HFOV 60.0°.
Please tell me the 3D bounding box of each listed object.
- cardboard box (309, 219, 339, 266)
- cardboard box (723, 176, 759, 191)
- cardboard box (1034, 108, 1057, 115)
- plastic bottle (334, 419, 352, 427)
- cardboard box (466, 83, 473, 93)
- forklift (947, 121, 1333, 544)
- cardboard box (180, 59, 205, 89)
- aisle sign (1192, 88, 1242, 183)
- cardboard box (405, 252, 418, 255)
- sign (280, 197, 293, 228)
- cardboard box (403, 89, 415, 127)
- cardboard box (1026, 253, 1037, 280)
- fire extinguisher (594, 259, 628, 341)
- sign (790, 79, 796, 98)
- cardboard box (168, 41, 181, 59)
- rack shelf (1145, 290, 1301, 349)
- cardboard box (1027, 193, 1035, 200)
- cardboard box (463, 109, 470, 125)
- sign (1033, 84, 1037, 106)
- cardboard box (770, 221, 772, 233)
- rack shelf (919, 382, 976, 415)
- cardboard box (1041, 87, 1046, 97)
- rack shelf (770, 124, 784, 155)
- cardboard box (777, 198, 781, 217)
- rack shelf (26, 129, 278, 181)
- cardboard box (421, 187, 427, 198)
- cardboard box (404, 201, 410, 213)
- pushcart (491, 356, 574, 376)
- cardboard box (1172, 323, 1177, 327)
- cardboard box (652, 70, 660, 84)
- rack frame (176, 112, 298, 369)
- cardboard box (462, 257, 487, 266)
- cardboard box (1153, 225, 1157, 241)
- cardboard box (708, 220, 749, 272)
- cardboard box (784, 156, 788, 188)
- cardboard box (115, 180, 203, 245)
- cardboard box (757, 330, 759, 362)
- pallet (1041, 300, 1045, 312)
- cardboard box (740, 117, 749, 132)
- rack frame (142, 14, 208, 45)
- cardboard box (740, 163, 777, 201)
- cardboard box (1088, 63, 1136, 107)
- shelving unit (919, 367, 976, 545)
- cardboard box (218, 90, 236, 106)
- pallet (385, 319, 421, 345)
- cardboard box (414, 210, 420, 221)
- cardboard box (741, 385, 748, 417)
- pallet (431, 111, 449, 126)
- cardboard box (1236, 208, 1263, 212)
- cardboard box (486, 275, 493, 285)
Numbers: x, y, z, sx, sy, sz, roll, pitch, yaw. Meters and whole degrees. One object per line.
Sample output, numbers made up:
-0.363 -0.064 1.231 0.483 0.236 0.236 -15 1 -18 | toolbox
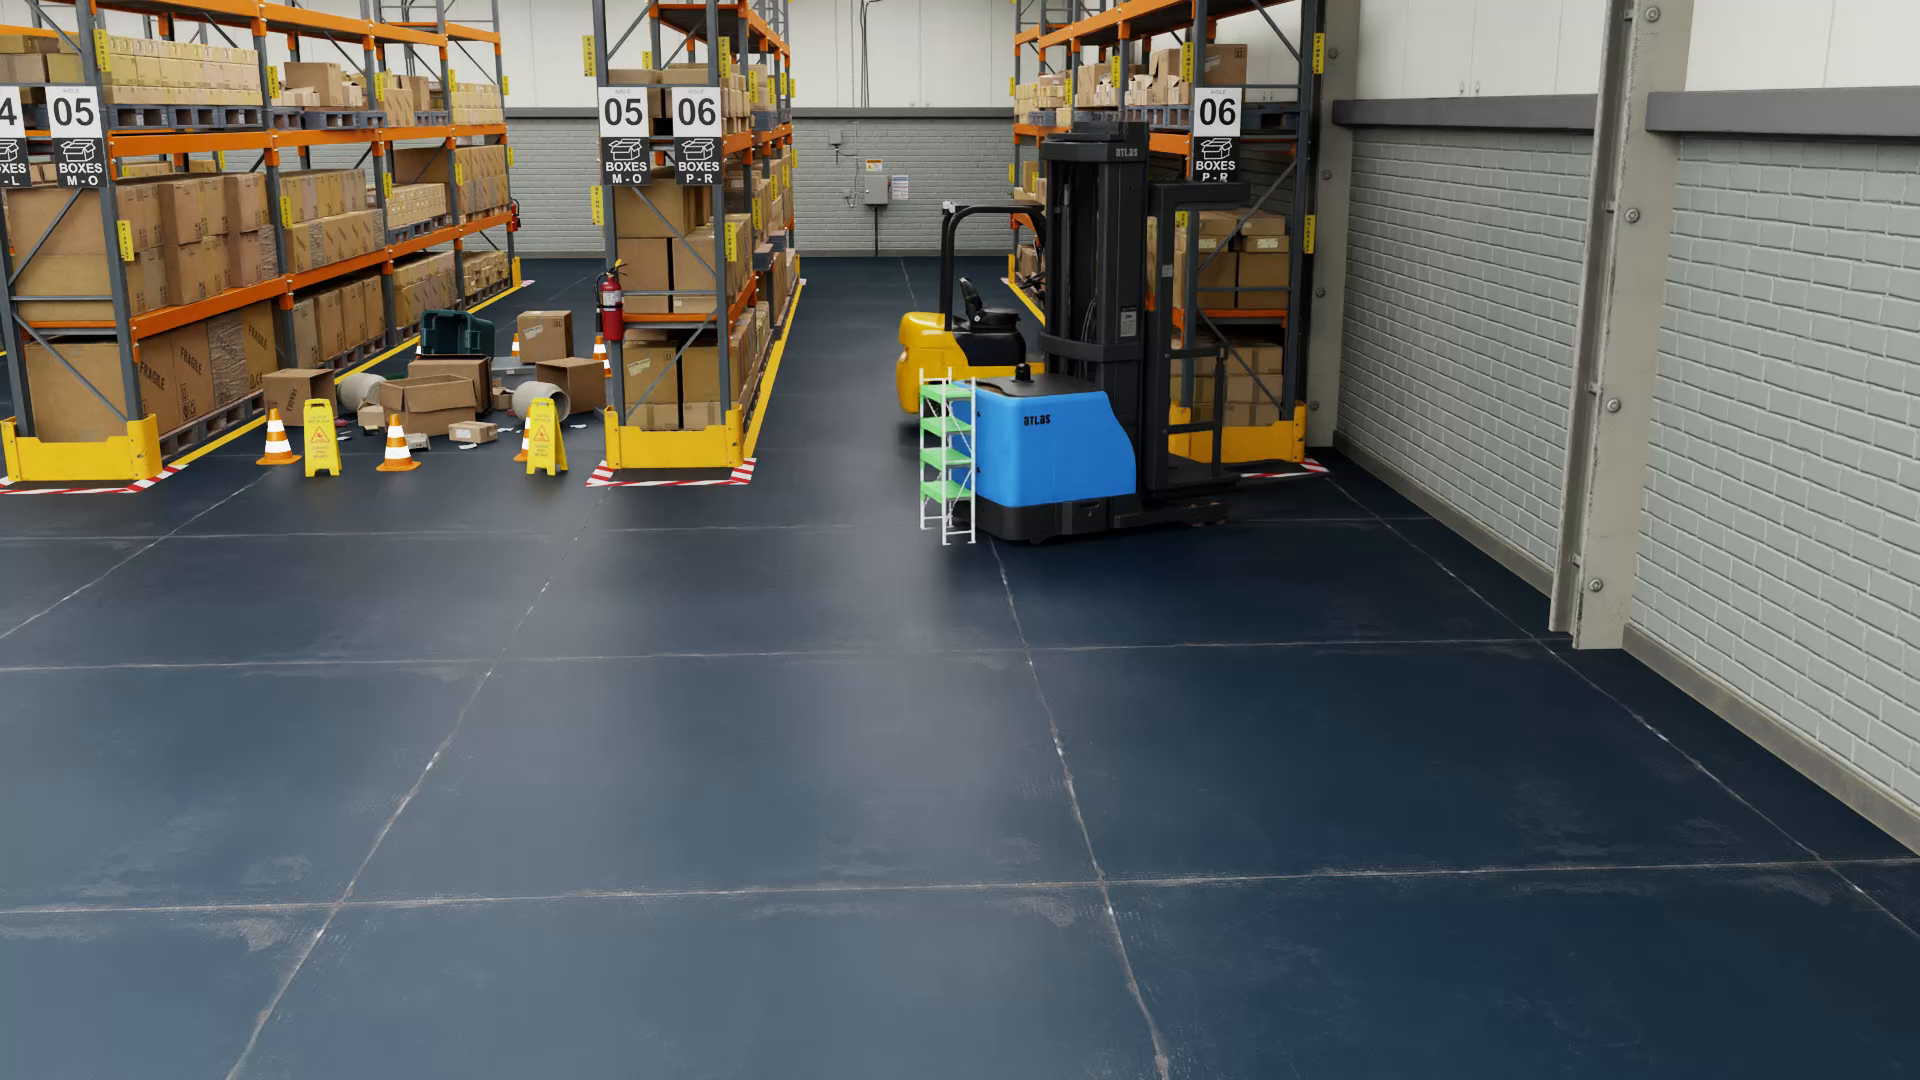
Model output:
-7.498 -3.430 19.136 0.500 0.500 0.500 -1 14 -4 | cardboard box
-2.416 -3.930 18.340 0.380 0.149 0.250 -1 14 -4 | cardboard box
1.439 -6.805 26.140 0.500 0.250 0.500 -1 14 -3 | cardboard box
-6.142 -1.147 16.363 0.283 0.061 0.133 -6 16 -23 | plastic bottle
-7.979 -7.205 26.487 0.380 0.149 0.250 0 14 -1 | cardboard box
1.450 -1.623 12.453 3.031 2.935 1.130 -7 16 -26 | forklift
-7.295 -4.278 15.274 0.500 0.250 0.500 -1 14 -4 | cardboard box
2.173 -3.419 14.077 0.394 0.787 0.004 -1 14 -3 | aisle sign
-8.388 -4.154 24.821 0.500 0.250 0.500 -2 15 -6 | cardboard box
-7.120 -3.463 17.569 0.100 0.325 0.005 -1 14 -3 | sign
-7.766 -5.887 22.666 0.500 0.500 0.500 -1 14 -3 | cardboard box
1.493 -4.528 27.778 0.700 0.500 0.500 -1 14 -6 | cardboard box
-2.945 -2.030 14.052 0.296 0.674 0.183 -1 14 -3 | fire extinguisher
-2.941 -7.930 29.191 0.100 0.325 0.005 -1 14 -3 | sign
-7.207 -4.375 14.850 0.380 0.149 0.250 -1 14 -4 | cardboard box
2.338 -2.330 16.505 1.077 0.370 4.000 -1 14 -3 | rack shelf
1.380 -5.608 27.507 0.500 0.250 0.500 -1 14 -4 | cardboard box
-7.975 -6.610 25.977 0.500 0.250 0.500 -1 14 -4 | cardboard box
1.177 -6.858 25.603 0.100 0.325 0.005 -1 14 -3 | sign
-2.583 -3.969 21.094 0.380 0.149 0.250 -1 14 -4 | cardboard box
-0.093 -1.014 11.888 0.258 0.148 0.480 -5 15 -19 | rack shelf
1.403 -6.618 24.573 0.380 0.149 0.250 -1 14 -4 | cardboard box
-3.111 -5.694 23.562 1.077 0.370 4.000 -1 14 -3 | rack shelf
-2.840 -4.771 23.847 0.500 0.250 0.500 -1 14 -2 | cardboard box
-7.550 -3.603 15.435 1.077 0.370 4.000 -1 14 -3 | rack shelf
-7.890 -5.001 23.912 0.380 0.149 0.250 -1 14 -5 | cardboard box
-7.820 -4.599 22.944 0.380 0.149 0.250 -1 14 -3 | cardboard box
-5.012 -1.780 18.189 1.648 0.377 0.936 -6 16 -23 | pushcart
2.020 -2.025 16.545 0.500 0.250 0.500 -1 14 -5 | cardboard box
-2.785 -3.965 14.299 0.380 0.149 0.250 -1 14 -2 | cardboard box
-7.674 -2.996 17.652 1.000 3.000 0.127 -1 14 -3 | rack frame
-8.100 -4.639 27.723 0.380 0.149 0.250 -1 14 -5 | cardboard box
2.057 -2.944 15.945 0.380 0.149 0.250 -1 14 -3 | cardboard box
-2.389 -2.927 16.584 0.500 0.500 0.500 0 14 -2 | cardboard box
-3.069 -5.996 27.102 0.500 0.500 0.500 -1 14 -2 | cardboard box
-7.436 -2.967 15.069 0.875 0.550 0.550 -1 14 -3 | cardboard box
-2.775 -2.159 18.829 0.950 0.372 0.625 -1 14 -3 | cardboard box
1.807 -3.613 25.645 1.003 0.211 1.213 -1 14 -3 | pallet
-2.415 -4.355 17.417 0.380 0.149 0.250 -1 14 -3 | cardboard box
-13.374 -8.835 28.304 1.000 3.000 0.127 -1 14 -3 | rack frame
-2.831 -5.004 23.248 0.500 0.500 0.500 0 14 -2 | cardboard box
1.831 -5.486 20.065 0.500 0.500 0.500 -1 14 -2 | cardboard box
-0.093 -0.611 11.992 0.258 1.200 0.503 -5 15 -19 | shelving unit
-7.283 -4.303 16.172 0.380 0.149 0.250 -1 14 -3 | cardboard box
-7.969 -2.835 22.621 1.003 0.211 1.213 -1 14 -3 | pallet
-7.847 -4.582 23.475 0.380 0.149 0.250 -1 14 -5 | cardboard box
-2.290 -1.307 15.761 0.500 0.250 0.500 0 14 -1 | cardboard box
-8.238 -6.193 24.431 1.213 0.211 1.003 -1 14 -3 | pallet
2.682 -3.099 15.951 0.380 0.149 0.250 -1 14 -5 | cardboard box
-8.026 -4.354 27.809 0.380 0.149 0.250 -1 14 -2 | cardboard box
